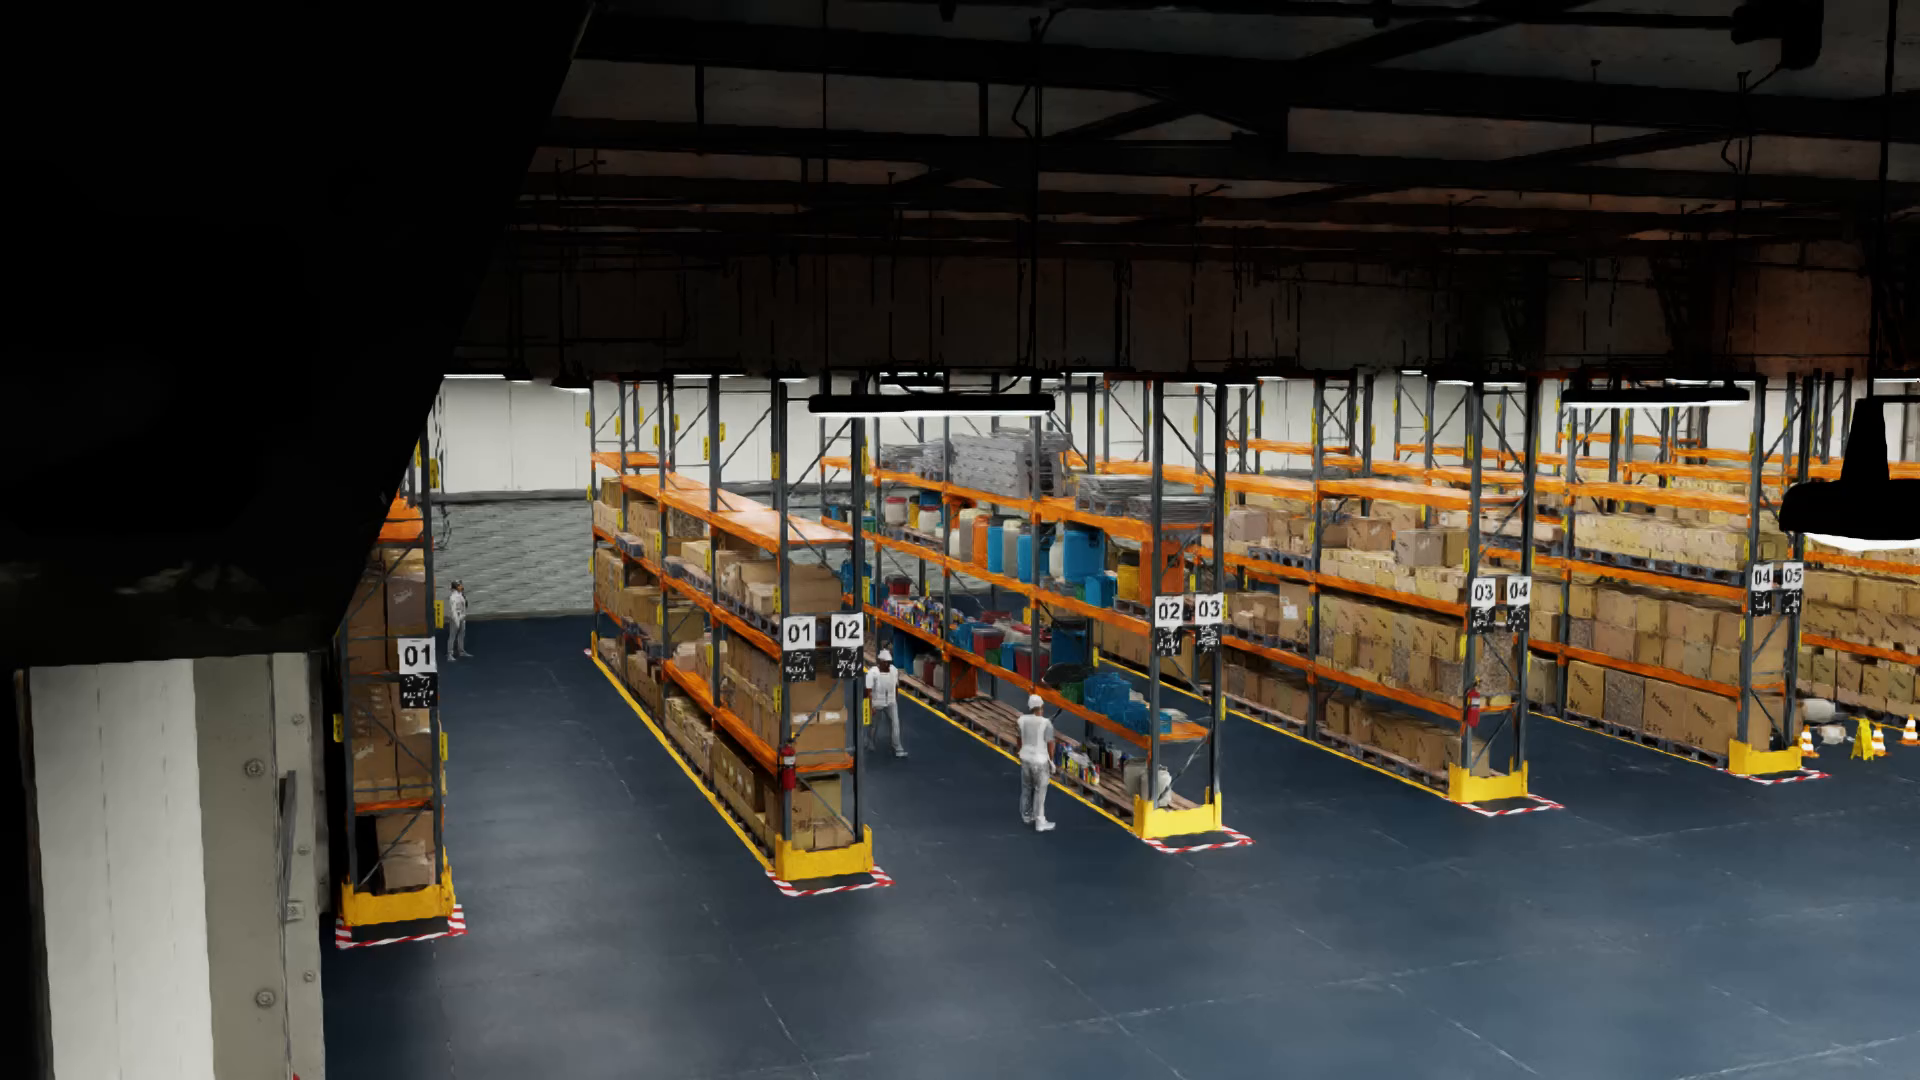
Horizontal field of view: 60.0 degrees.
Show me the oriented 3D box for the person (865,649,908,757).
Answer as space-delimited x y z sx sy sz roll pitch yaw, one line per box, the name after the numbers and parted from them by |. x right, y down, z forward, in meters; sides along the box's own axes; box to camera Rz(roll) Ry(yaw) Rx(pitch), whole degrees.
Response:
-1.212 2.552 26.218 0.569 1.686 1.108 -3 7 -22 | person

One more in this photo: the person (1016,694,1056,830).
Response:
1.036 2.945 22.275 0.620 1.786 0.456 5 8 38 | person

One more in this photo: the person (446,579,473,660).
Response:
-10.440 1.641 34.540 0.445 1.676 0.566 0 6 3 | person

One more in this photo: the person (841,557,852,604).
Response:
-2.634 1.200 38.610 0.913 1.646 0.540 6 9 43 | person
